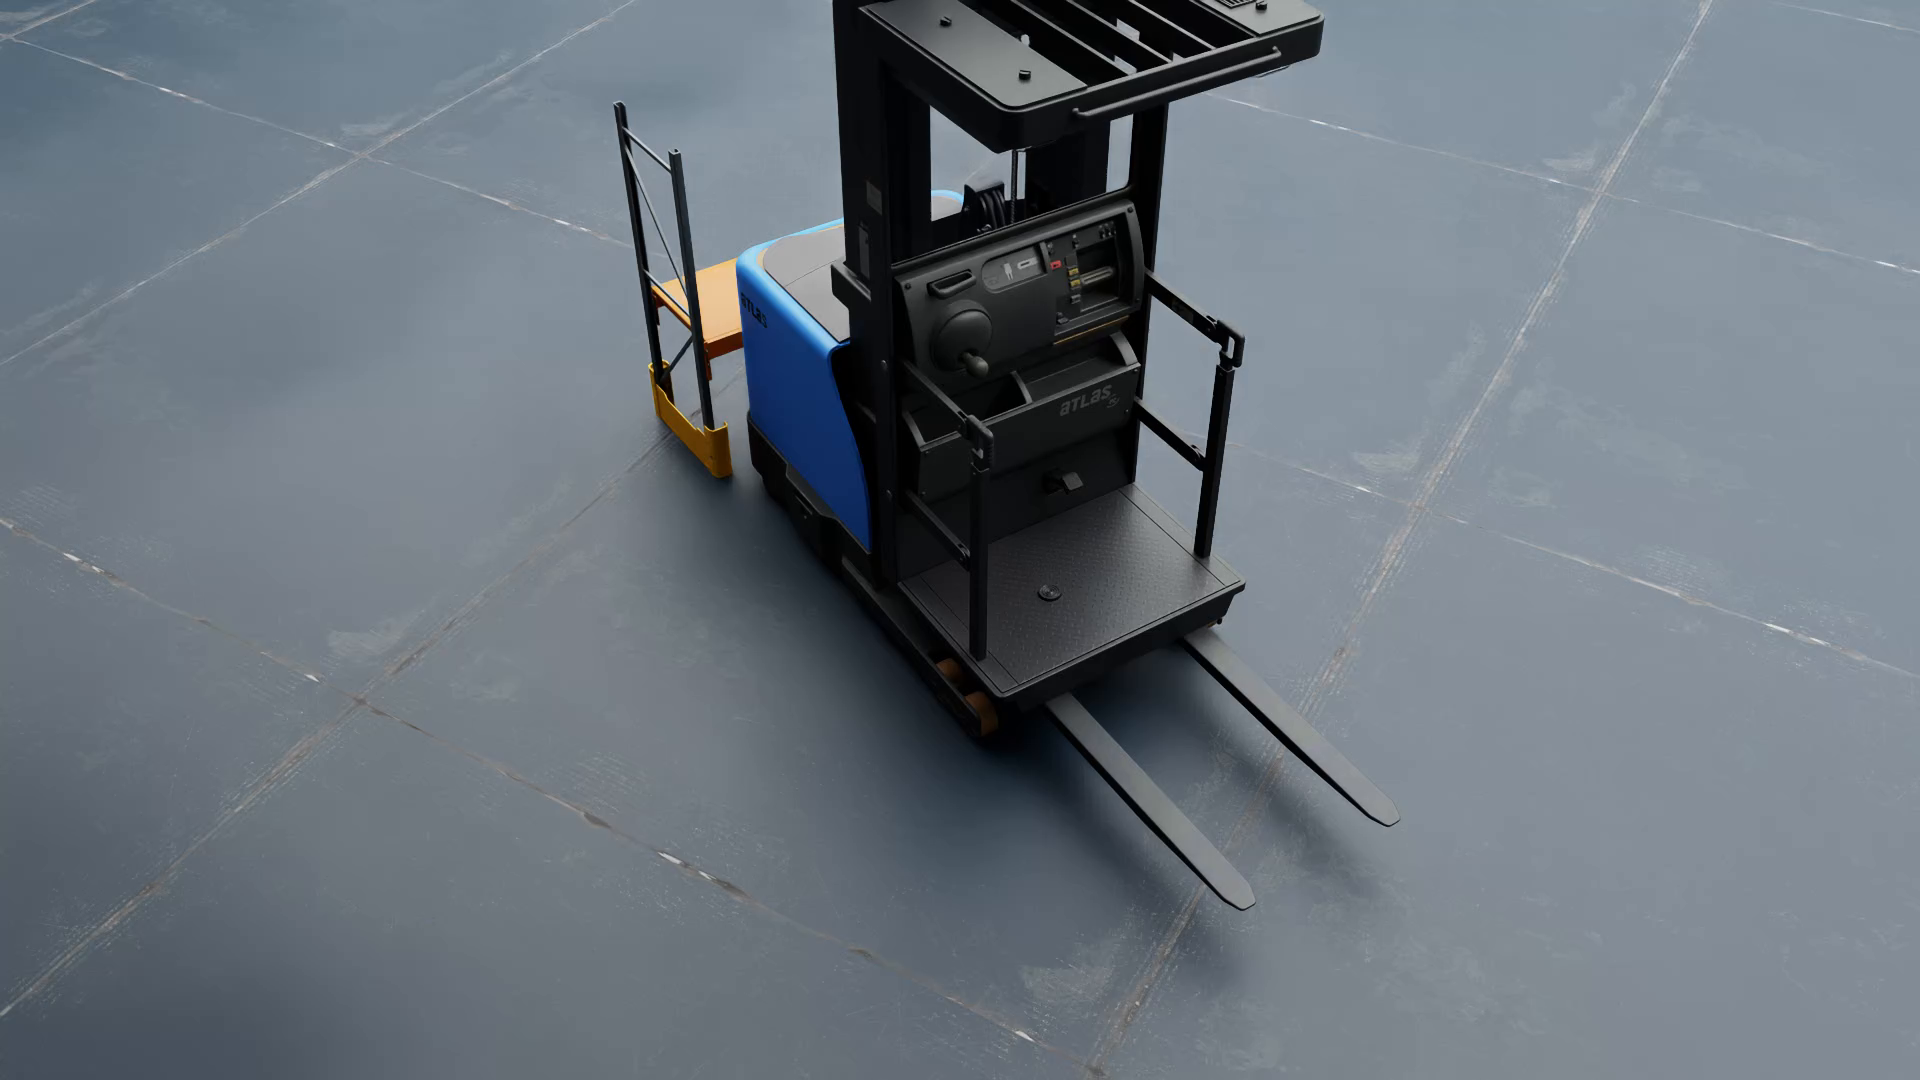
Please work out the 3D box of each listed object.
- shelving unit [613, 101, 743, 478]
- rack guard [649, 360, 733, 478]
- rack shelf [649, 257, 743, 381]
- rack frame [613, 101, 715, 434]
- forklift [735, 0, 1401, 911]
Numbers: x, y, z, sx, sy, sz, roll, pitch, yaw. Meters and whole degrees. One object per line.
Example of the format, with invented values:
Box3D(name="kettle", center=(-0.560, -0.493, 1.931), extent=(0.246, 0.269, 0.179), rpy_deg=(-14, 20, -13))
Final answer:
Box3D(name="shelving unit", center=(-0.753, -1.182, 6.957), extent=(1.083, 1.500, 0.587), rpy_deg=(-25, 47, -25))
Box3D(name="rack guard", center=(-1.161, -0.525, 7.156), extent=(0.087, 0.250, 0.587), rpy_deg=(-25, 47, -25))
Box3D(name="rack shelf", center=(-0.760, -1.043, 7.072), extent=(1.000, 0.185, 0.538), rpy_deg=(-25, 47, -25))
Box3D(name="rack frame", center=(-1.177, -0.987, 6.735), extent=(0.032, 1.500, 0.500), rpy_deg=(-25, 47, -25))
Box3D(name="forklift", center=(0.335, -0.753, 5.388), extent=(1.130, 2.935, 3.031), rpy_deg=(-23, 46, -24))
